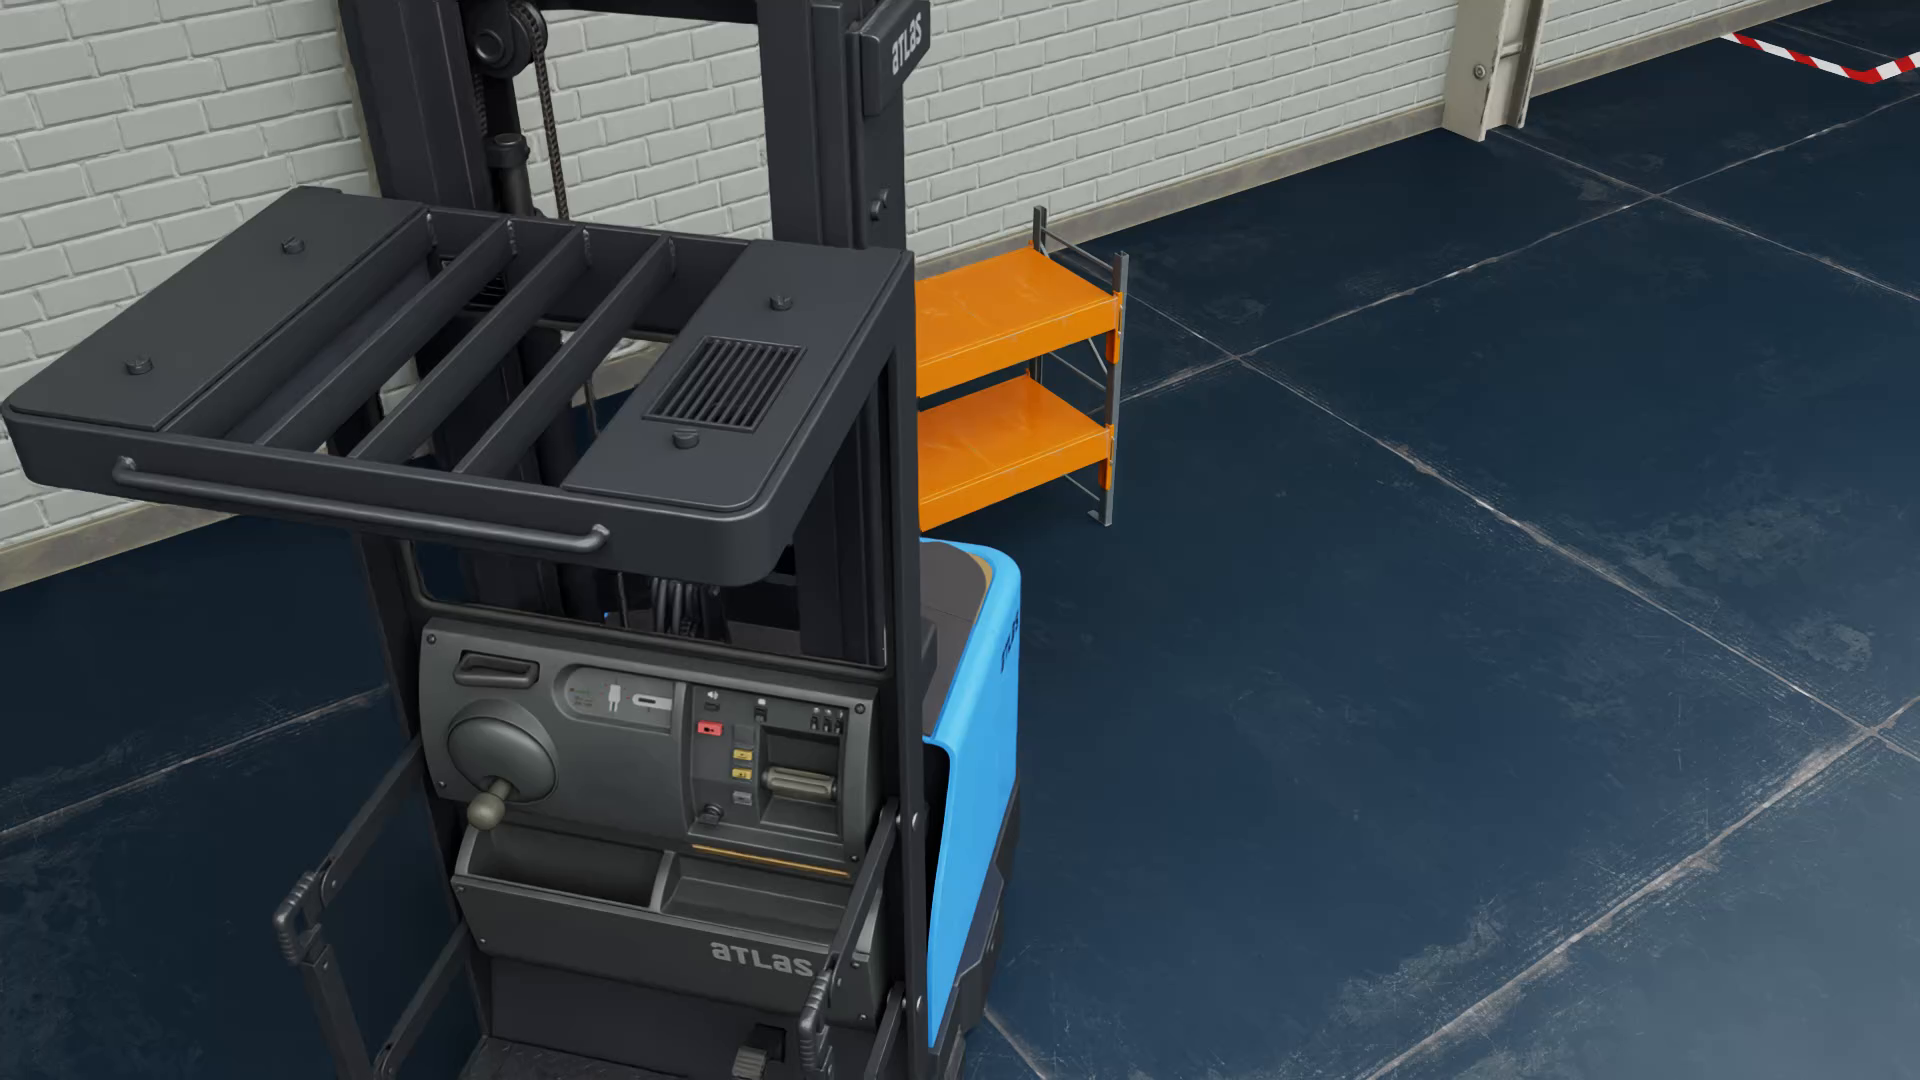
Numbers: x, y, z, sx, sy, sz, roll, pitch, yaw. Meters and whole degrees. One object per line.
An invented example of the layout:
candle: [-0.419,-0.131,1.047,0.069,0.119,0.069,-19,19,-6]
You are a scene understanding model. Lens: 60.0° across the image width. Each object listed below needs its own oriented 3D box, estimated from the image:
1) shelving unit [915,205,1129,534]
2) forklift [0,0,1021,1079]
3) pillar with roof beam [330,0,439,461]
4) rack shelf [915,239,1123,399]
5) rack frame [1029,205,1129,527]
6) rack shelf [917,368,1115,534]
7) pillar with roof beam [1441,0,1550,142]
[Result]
shelving unit: [0.006,-0.459,5.925,1.048,1.125,0.538,-22,41,-28]
forklift: [-0.669,0.477,3.077,1.130,2.935,3.031,8,36,11]
pillar with roof beam: [0.569,-1.964,1.274,0.400,9.000,9.100,-22,41,-28]
rack shelf: [0.006,-0.697,5.754,1.000,0.278,0.538,-22,41,-28]
rack frame: [0.421,-0.630,6.162,0.032,1.125,0.500,-22,41,-28]
rack shelf: [0.006,-0.260,6.067,1.000,0.278,0.538,-22,41,-28]
pillar with roof beam: [5.474,-3.983,4.080,0.400,9.000,9.100,-22,41,-28]
